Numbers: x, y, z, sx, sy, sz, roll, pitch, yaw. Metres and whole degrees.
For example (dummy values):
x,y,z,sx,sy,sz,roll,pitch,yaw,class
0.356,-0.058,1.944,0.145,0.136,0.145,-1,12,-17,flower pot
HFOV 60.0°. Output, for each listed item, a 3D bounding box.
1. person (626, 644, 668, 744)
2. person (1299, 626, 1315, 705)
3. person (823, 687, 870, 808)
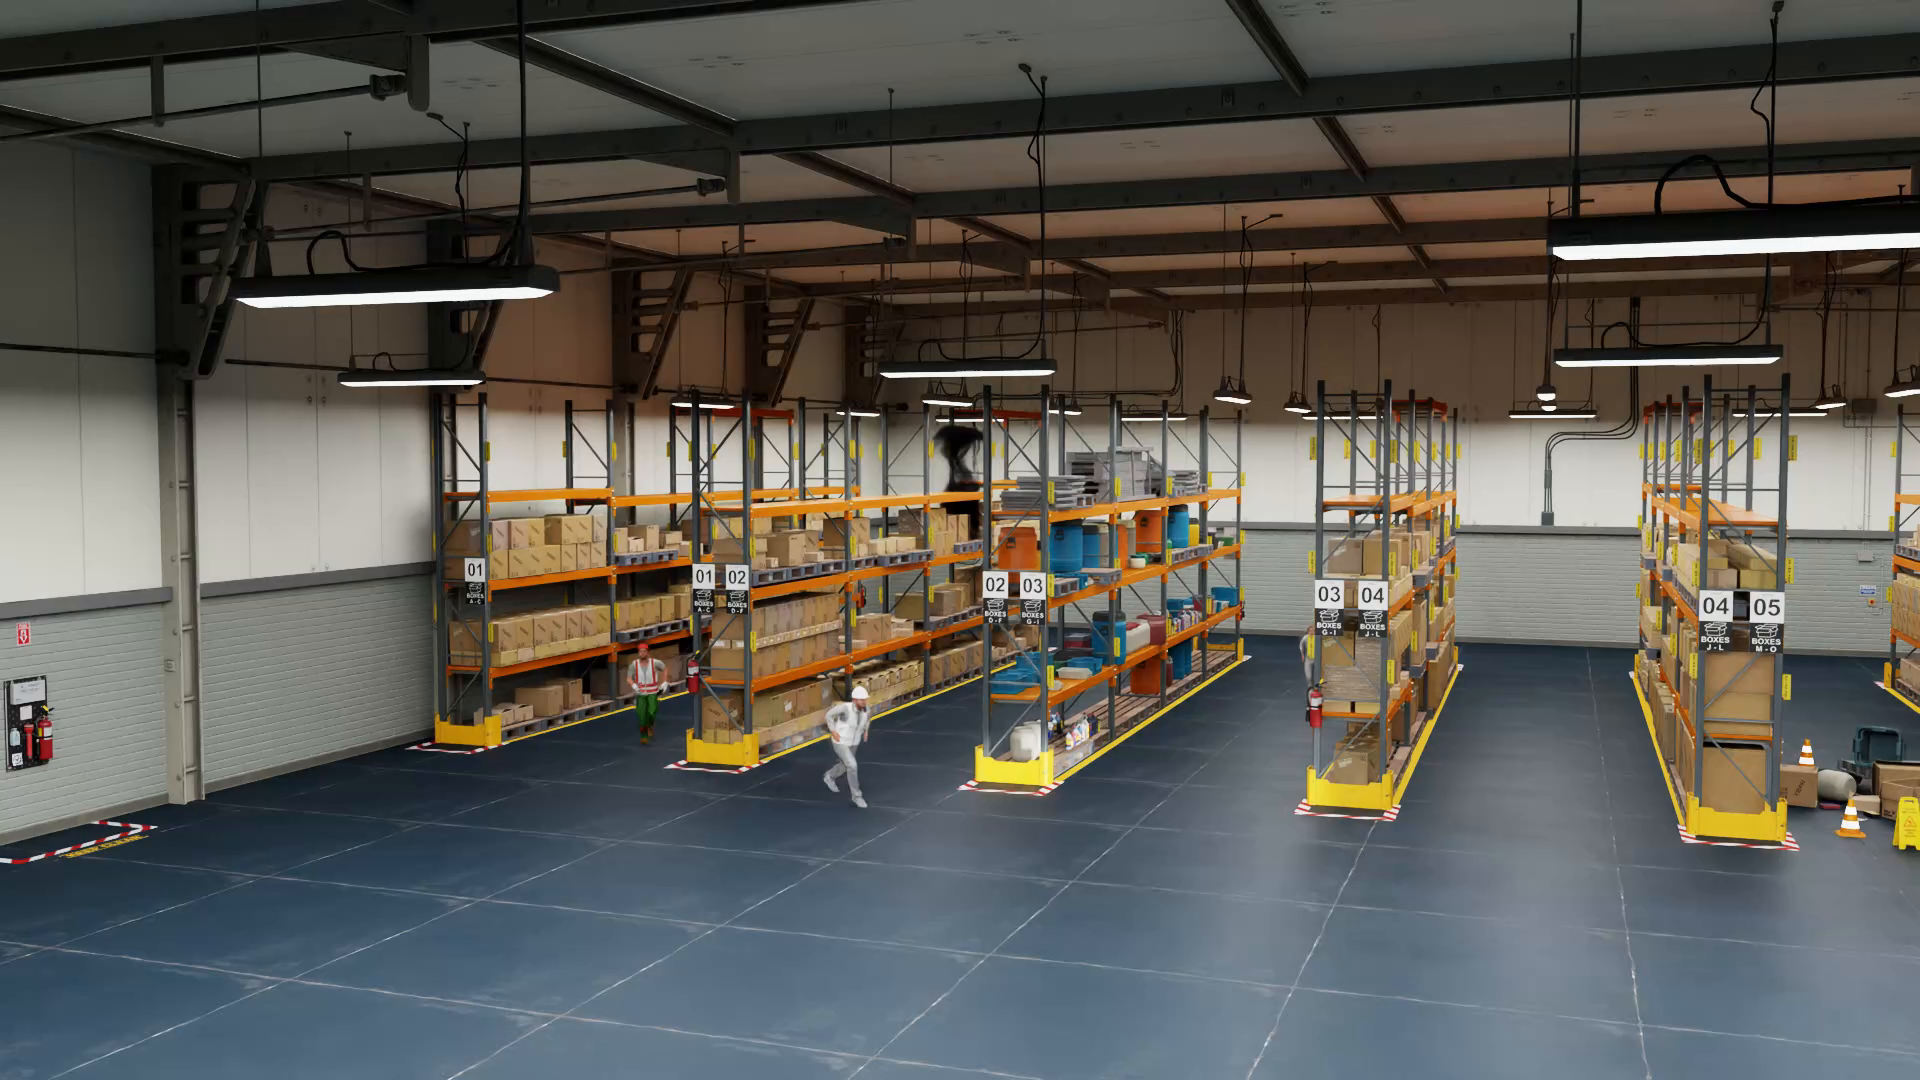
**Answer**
x,y,z,sx,sy,sz,roll,pitch,yaw,class
-5.317,2.624,28.247,0.686,1.737,0.714,0,3,-6,person
7.004,2.466,32.998,0.537,1.584,1.000,1,3,15,person
-1.649,2.913,23.702,0.696,1.732,1.048,-2,4,-38,person
